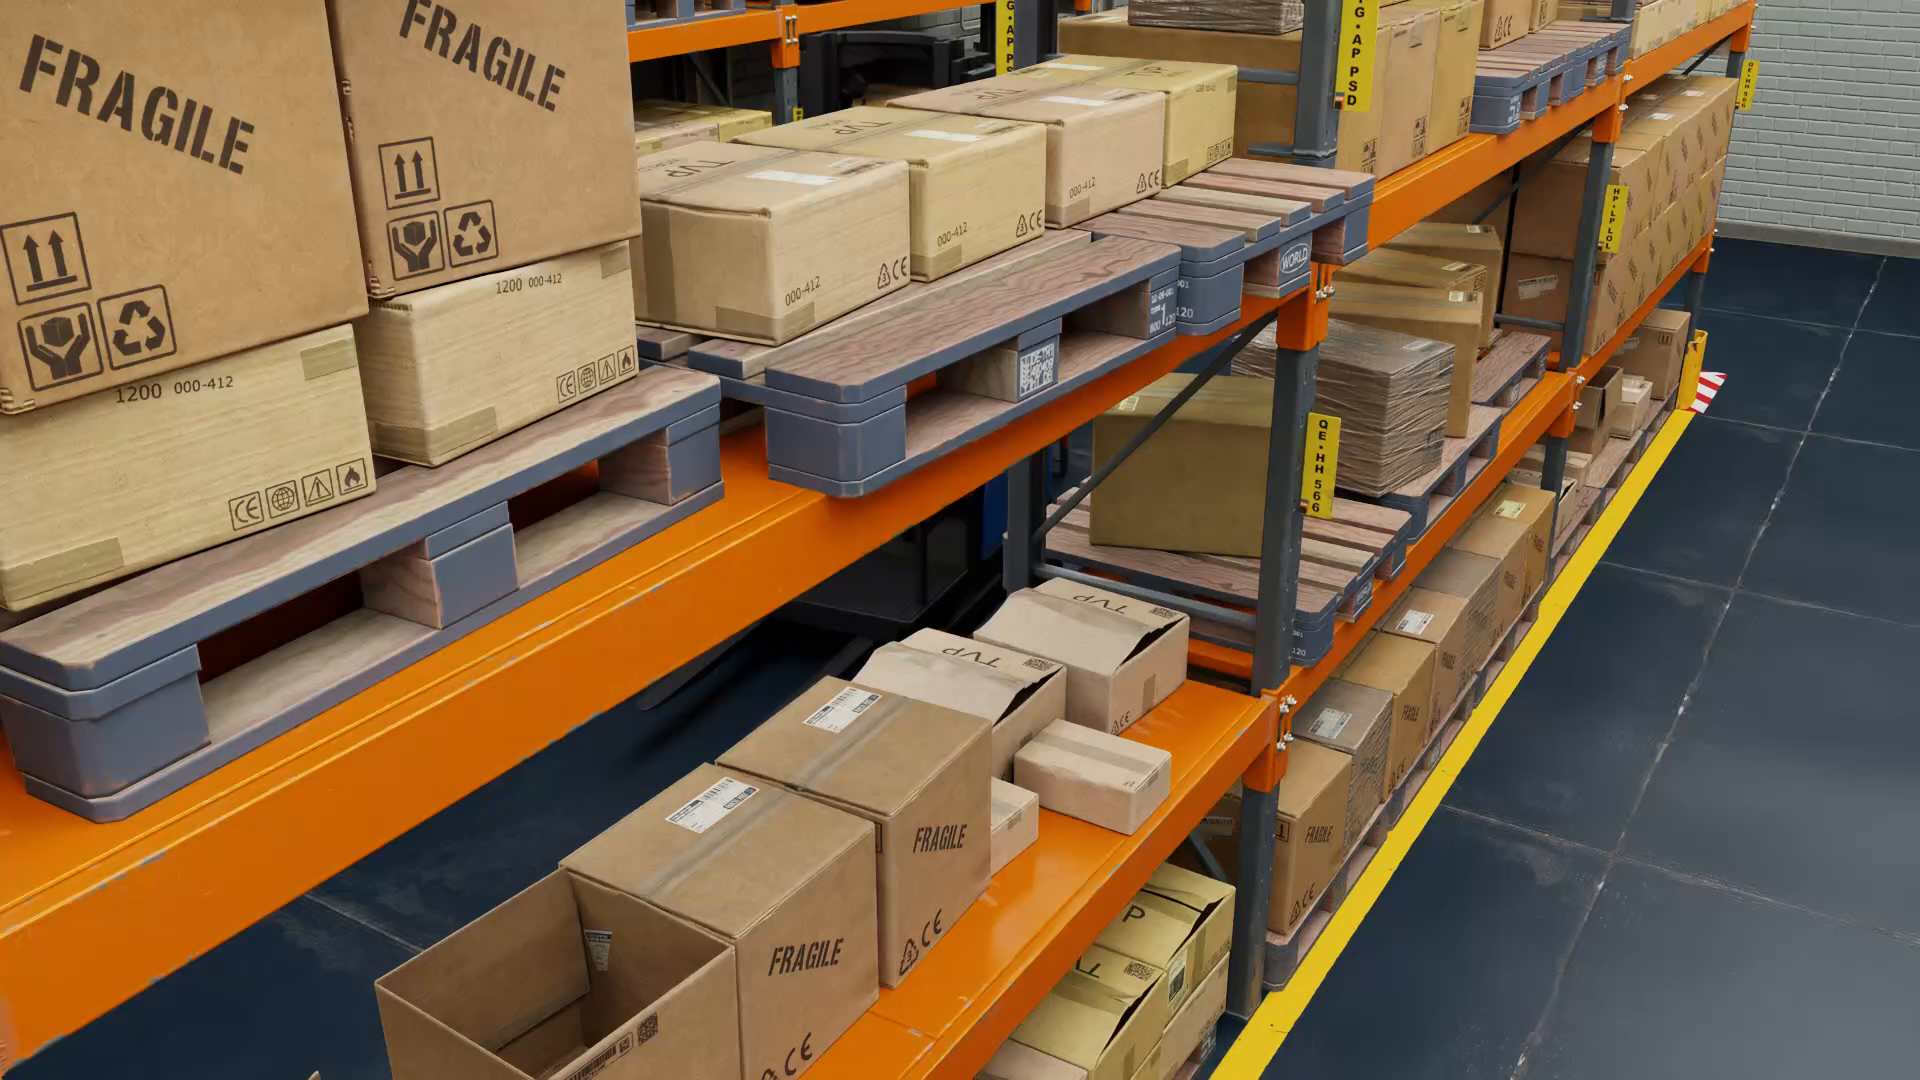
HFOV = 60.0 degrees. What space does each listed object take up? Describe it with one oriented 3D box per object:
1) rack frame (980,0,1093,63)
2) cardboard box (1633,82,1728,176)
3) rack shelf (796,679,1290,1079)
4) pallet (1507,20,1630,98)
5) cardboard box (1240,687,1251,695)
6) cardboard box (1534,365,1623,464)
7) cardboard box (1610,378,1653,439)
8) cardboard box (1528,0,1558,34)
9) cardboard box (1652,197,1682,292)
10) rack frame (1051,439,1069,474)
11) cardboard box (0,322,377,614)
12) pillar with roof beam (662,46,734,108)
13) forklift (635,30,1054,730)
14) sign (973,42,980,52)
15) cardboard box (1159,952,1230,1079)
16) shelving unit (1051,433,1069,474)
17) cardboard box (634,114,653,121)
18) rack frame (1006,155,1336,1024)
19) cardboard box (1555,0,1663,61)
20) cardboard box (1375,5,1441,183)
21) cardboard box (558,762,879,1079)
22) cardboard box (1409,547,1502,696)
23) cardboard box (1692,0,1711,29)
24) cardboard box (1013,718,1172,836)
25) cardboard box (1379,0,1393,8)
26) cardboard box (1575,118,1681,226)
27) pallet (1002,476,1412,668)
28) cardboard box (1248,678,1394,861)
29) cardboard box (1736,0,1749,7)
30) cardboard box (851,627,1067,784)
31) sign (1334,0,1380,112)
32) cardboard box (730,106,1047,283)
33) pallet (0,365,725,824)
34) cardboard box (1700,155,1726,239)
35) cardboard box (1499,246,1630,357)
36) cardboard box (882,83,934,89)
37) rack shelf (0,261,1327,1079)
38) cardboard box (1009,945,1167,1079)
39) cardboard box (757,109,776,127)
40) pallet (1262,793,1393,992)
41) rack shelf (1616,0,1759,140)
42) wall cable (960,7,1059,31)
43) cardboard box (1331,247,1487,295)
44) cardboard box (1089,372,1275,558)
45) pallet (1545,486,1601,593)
[{"bbox_3d":[0.625,-3.543,14.159,1.000,3.000,0.127,14,27,29],"label":"rack frame"},{"bbox_3d":[4.569,-2.632,10.671,0.500,0.500,0.500,15,27,30],"label":"cardboard box"},{"bbox_3d":[-0.439,1.199,4.110,1.077,0.370,4.000,14,27,29],"label":"rack shelf"},{"bbox_3d":[2.322,-2.241,7.612,1.213,0.211,1.003,14,27,29],"label":"pallet"},{"bbox_3d":[0.910,0.774,6.778,0.500,0.500,0.500,15,28,31],"label":"cardboard box"},{"bbox_3d":[3.712,-0.848,10.521,0.797,0.503,0.637,14,27,29],"label":"cardboard box"},{"bbox_3d":[4.232,-0.897,10.953,0.500,0.250,0.500,14,27,29],"label":"cardboard box"},{"bbox_3d":[2.397,-2.663,7.569,0.600,0.600,0.600,11,26,24],"label":"cardboard box"},{"bbox_3d":[4.026,-1.831,10.077,0.500,0.500,0.500,13,27,28],"label":"cardboard box"},{"bbox_3d":[0.464,-0.990,10.620,0.500,1.125,0.032,10,25,22],"label":"rack frame"},{"bbox_3d":[-1.161,-0.162,2.234,0.500,0.250,0.500,17,29,34],"label":"cardboard box"},{"bbox_3d":[1.807,-4.461,8.729,9.100,9.000,0.400,14,27,29],"label":"pillar with roof beam"},{"bbox_3d":[-0.530,-0.880,8.093,1.130,2.935,3.031,10,25,22],"label":"forklift"},{"bbox_3d":[0.157,-4.095,14.244,0.100,0.325,0.005,14,27,29],"label":"sign"},{"bbox_3d":[0.546,1.492,5.461,0.500,0.250,0.500,15,27,30],"label":"cardboard box"},{"bbox_3d":[0.255,-0.806,10.195,0.538,1.125,1.048,10,25,22],"label":"shelving unit"},{"bbox_3d":[-2.219,-2.450,10.164,0.500,0.250,0.500,14,27,30],"label":"cardboard box"},{"bbox_3d":[0.616,0.194,5.526,1.000,3.000,0.127,14,27,29],"label":"rack frame"},{"bbox_3d":[3.193,-2.576,8.338,0.500,0.250,0.500,14,27,29],"label":"cardboard box"},{"bbox_3d":[1.086,-1.555,5.665,0.910,0.500,0.500,14,27,29],"label":"cardboard box"},{"bbox_3d":[-0.533,0.895,3.780,0.500,0.500,0.500,14,27,29],"label":"cardboard box"},{"bbox_3d":[2.176,0.350,7.759,0.500,0.500,0.500,14,27,30],"label":"cardboard box"},{"bbox_3d":[3.986,-3.082,9.507,0.500,0.250,0.500,14,27,29],"label":"cardboard box"},{"bbox_3d":[0.376,0.671,4.741,0.380,0.149,0.250,14,27,29],"label":"cardboard box"},{"bbox_3d":[1.120,-2.005,5.447,0.500,0.500,0.500,14,27,29],"label":"cardboard box"},{"bbox_3d":[3.757,-2.109,9.461,0.500,0.500,0.500,13,27,27],"label":"cardboard box"},{"bbox_3d":[0.914,0.038,6.127,1.213,0.211,1.003,14,27,29],"label":"pallet"},{"bbox_3d":[1.370,0.868,6.563,0.500,0.500,0.500,13,27,27],"label":"cardboard box"},{"bbox_3d":[4.789,-3.585,10.669,0.500,0.250,0.500,14,27,29],"label":"cardboard box"},{"bbox_3d":[-0.020,0.496,4.941,0.500,0.311,0.500,14,27,28],"label":"cardboard box"},{"bbox_3d":[1.083,-1.337,4.537,0.100,0.325,0.005,14,27,29],"label":"sign"},{"bbox_3d":[-0.148,-0.770,3.638,0.500,0.250,0.500,13,27,28],"label":"cardboard box"},{"bbox_3d":[-1.040,-0.045,2.544,0.805,0.209,1.217,13,26,27],"label":"pallet"},{"bbox_3d":[4.831,-2.344,11.263,0.500,0.500,0.500,15,27,31],"label":"cardboard box"},{"bbox_3d":[3.226,-1.317,8.891,0.500,0.500,0.500,15,27,30],"label":"cardboard box"},{"bbox_3d":[-0.009,-3.259,13.124,0.980,0.700,0.700,14,27,29],"label":"cardboard box"},{"bbox_3d":[-0.439,-0.177,3.514,1.077,0.370,4.000,14,27,29],"label":"rack shelf"},{"bbox_3d":[0.280,1.411,4.942,0.500,0.311,0.500,13,27,28],"label":"cardboard box"},{"bbox_3d":[-1.185,-2.510,11.395,0.980,0.700,0.700,14,27,30],"label":"cardboard box"},{"bbox_3d":[1.042,1.230,6.644,1.003,0.211,1.213,14,27,29],"label":"pallet"},{"bbox_3d":[3.781,-2.878,9.751,1.077,0.370,4.000,14,27,29],"label":"rack shelf"},{"bbox_3d":[0.497,-4.640,15.413,0.084,1.984,1.851,14,27,29],"label":"wall cable"},{"bbox_3d":[1.977,-1.036,7.714,0.700,0.500,0.500,19,30,37],"label":"cardboard box"},{"bbox_3d":[0.852,-0.281,5.969,0.700,0.500,0.500,5,24,11],"label":"cardboard box"},{"bbox_3d":[3.089,-0.108,9.734,1.003,0.211,1.213,14,27,29],"label":"pallet"}]
